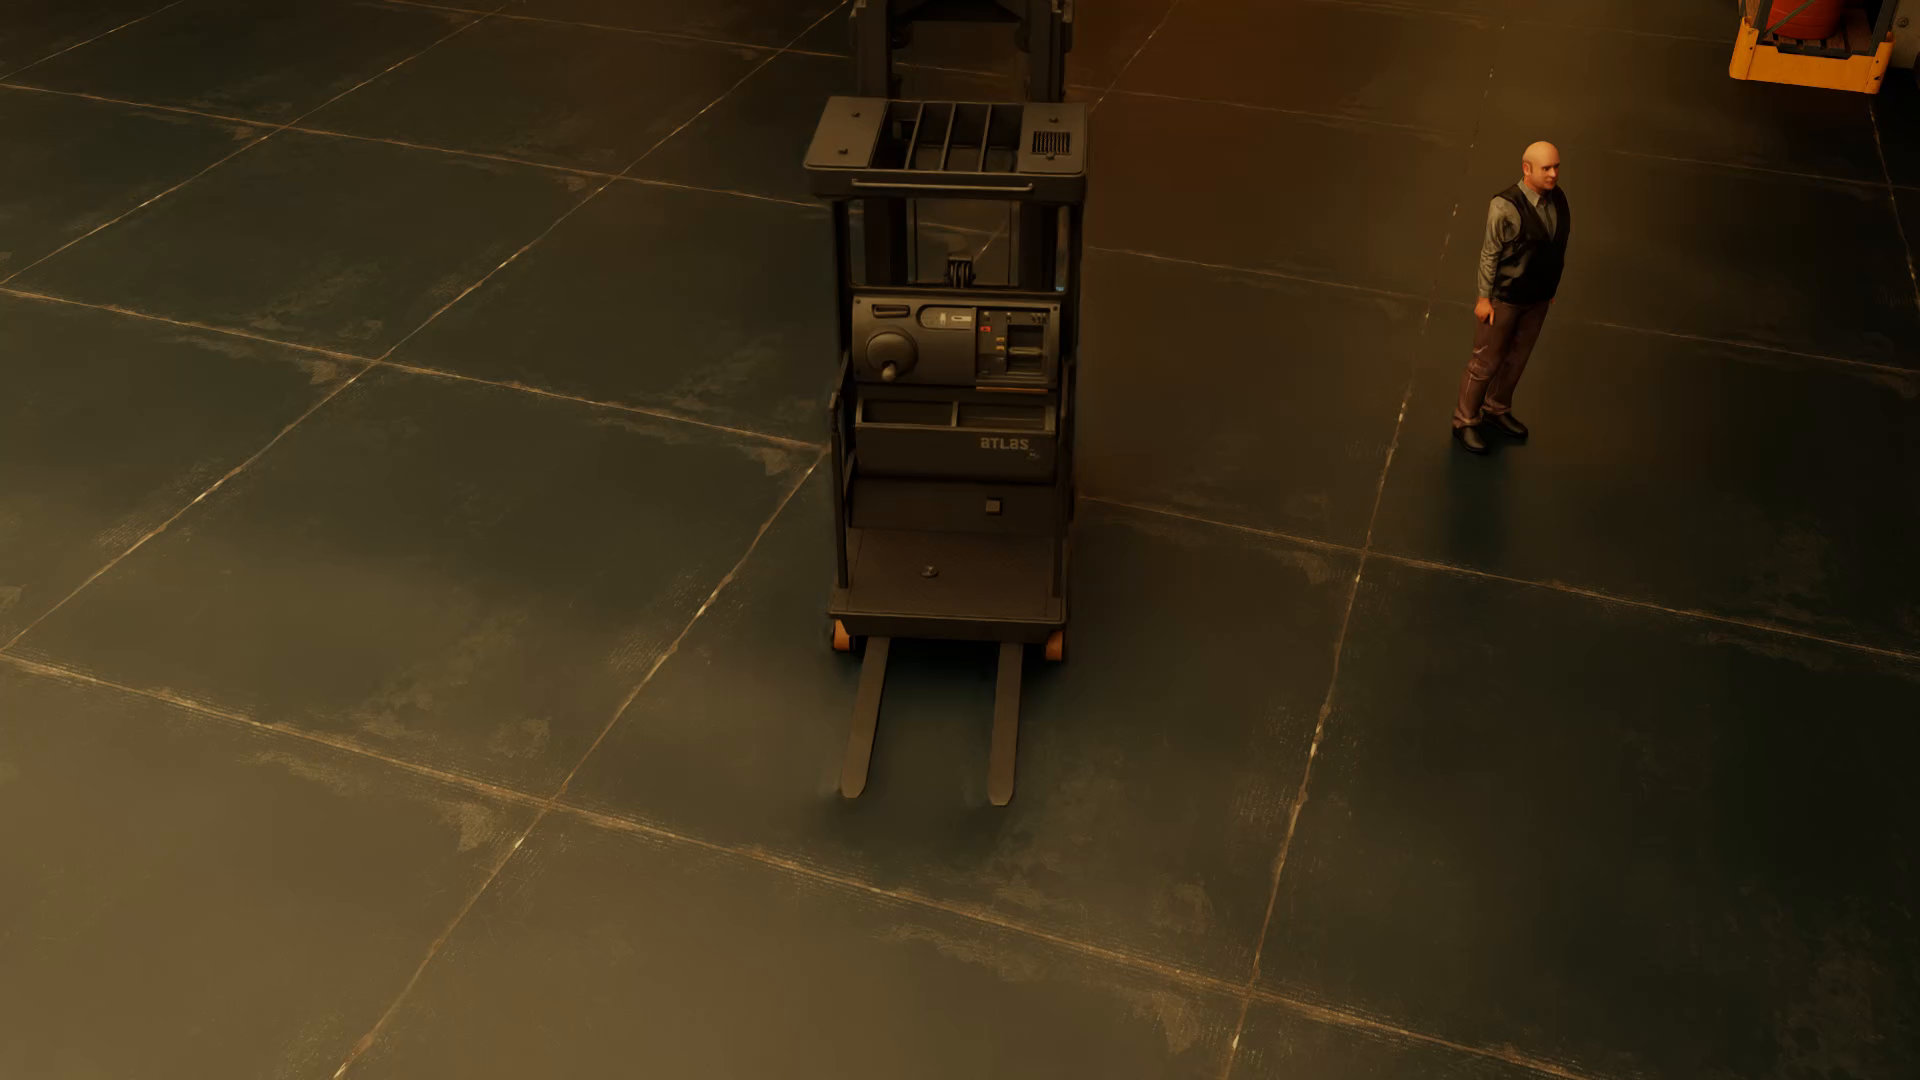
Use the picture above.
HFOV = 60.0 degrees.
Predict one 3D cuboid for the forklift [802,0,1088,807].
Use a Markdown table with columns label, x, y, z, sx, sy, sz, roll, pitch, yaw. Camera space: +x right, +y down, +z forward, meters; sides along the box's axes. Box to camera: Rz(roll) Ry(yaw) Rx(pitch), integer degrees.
| label | x | y | z | sx | sy | sz | roll | pitch | yaw |
| --- | --- | --- | --- | --- | --- | --- | --- | --- | --- |
| forklift | -0.031 | -0.824 | 7.273 | 1.130 | 2.935 | 3.031 | 2 | 35 | 3 |

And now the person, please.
| label | x | y | z | sx | sy | sz | roll | pitch | yaw |
| --- | --- | --- | --- | --- | --- | --- | --- | --- | --- |
| person | 3.019 | -1.321 | 9.019 | 0.530 | 1.725 | 0.360 | -18 | 39 | -23 |
